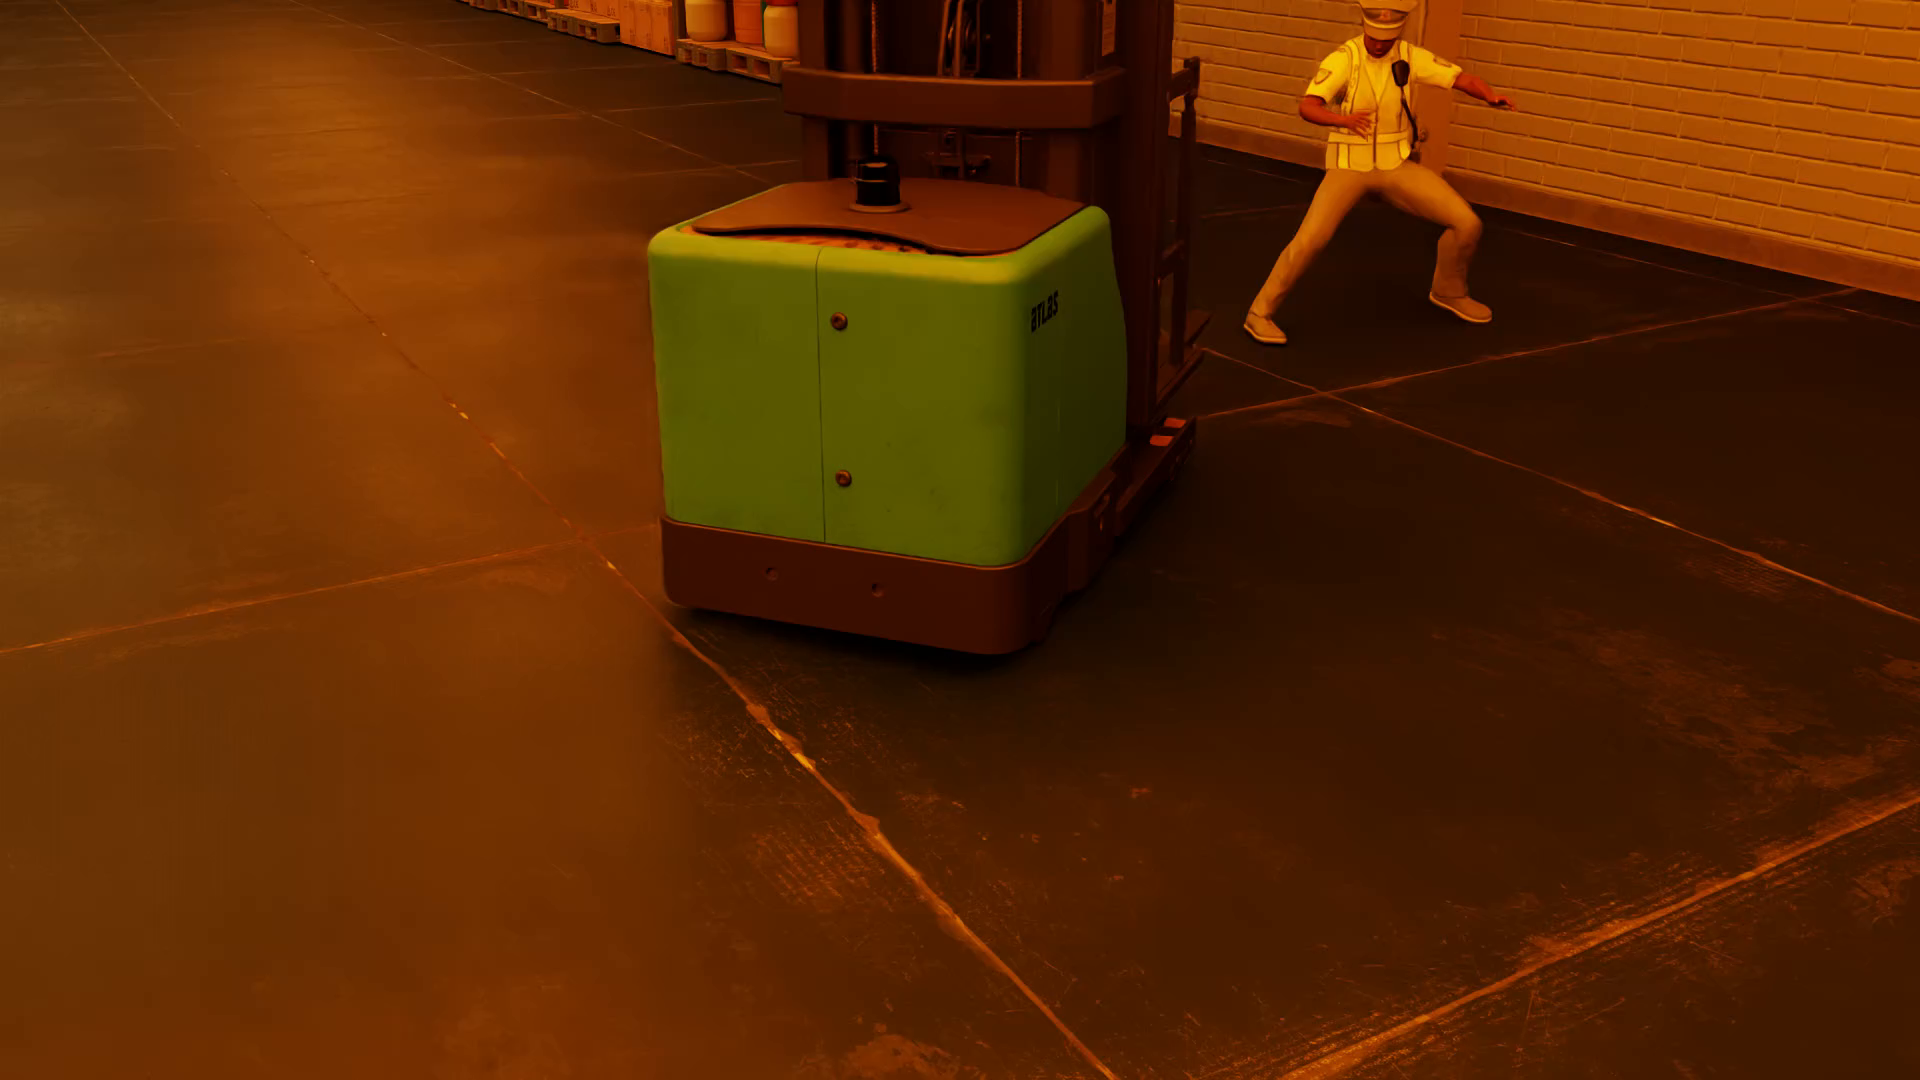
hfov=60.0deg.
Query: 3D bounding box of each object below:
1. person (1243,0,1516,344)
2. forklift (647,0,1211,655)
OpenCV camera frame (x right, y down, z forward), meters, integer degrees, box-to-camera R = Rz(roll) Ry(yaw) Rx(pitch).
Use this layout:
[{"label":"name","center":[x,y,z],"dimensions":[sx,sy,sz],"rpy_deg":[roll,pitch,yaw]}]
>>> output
[{"label":"person","center":[1.822,-1.596,7.129],"dimensions":[1.126,1.438,0.670],"rpy_deg":[1,22,3]},{"label":"forklift","center":[0.179,-1.592,5.154],"dimensions":[1.130,2.935,3.031],"rpy_deg":[8,24,19]}]
